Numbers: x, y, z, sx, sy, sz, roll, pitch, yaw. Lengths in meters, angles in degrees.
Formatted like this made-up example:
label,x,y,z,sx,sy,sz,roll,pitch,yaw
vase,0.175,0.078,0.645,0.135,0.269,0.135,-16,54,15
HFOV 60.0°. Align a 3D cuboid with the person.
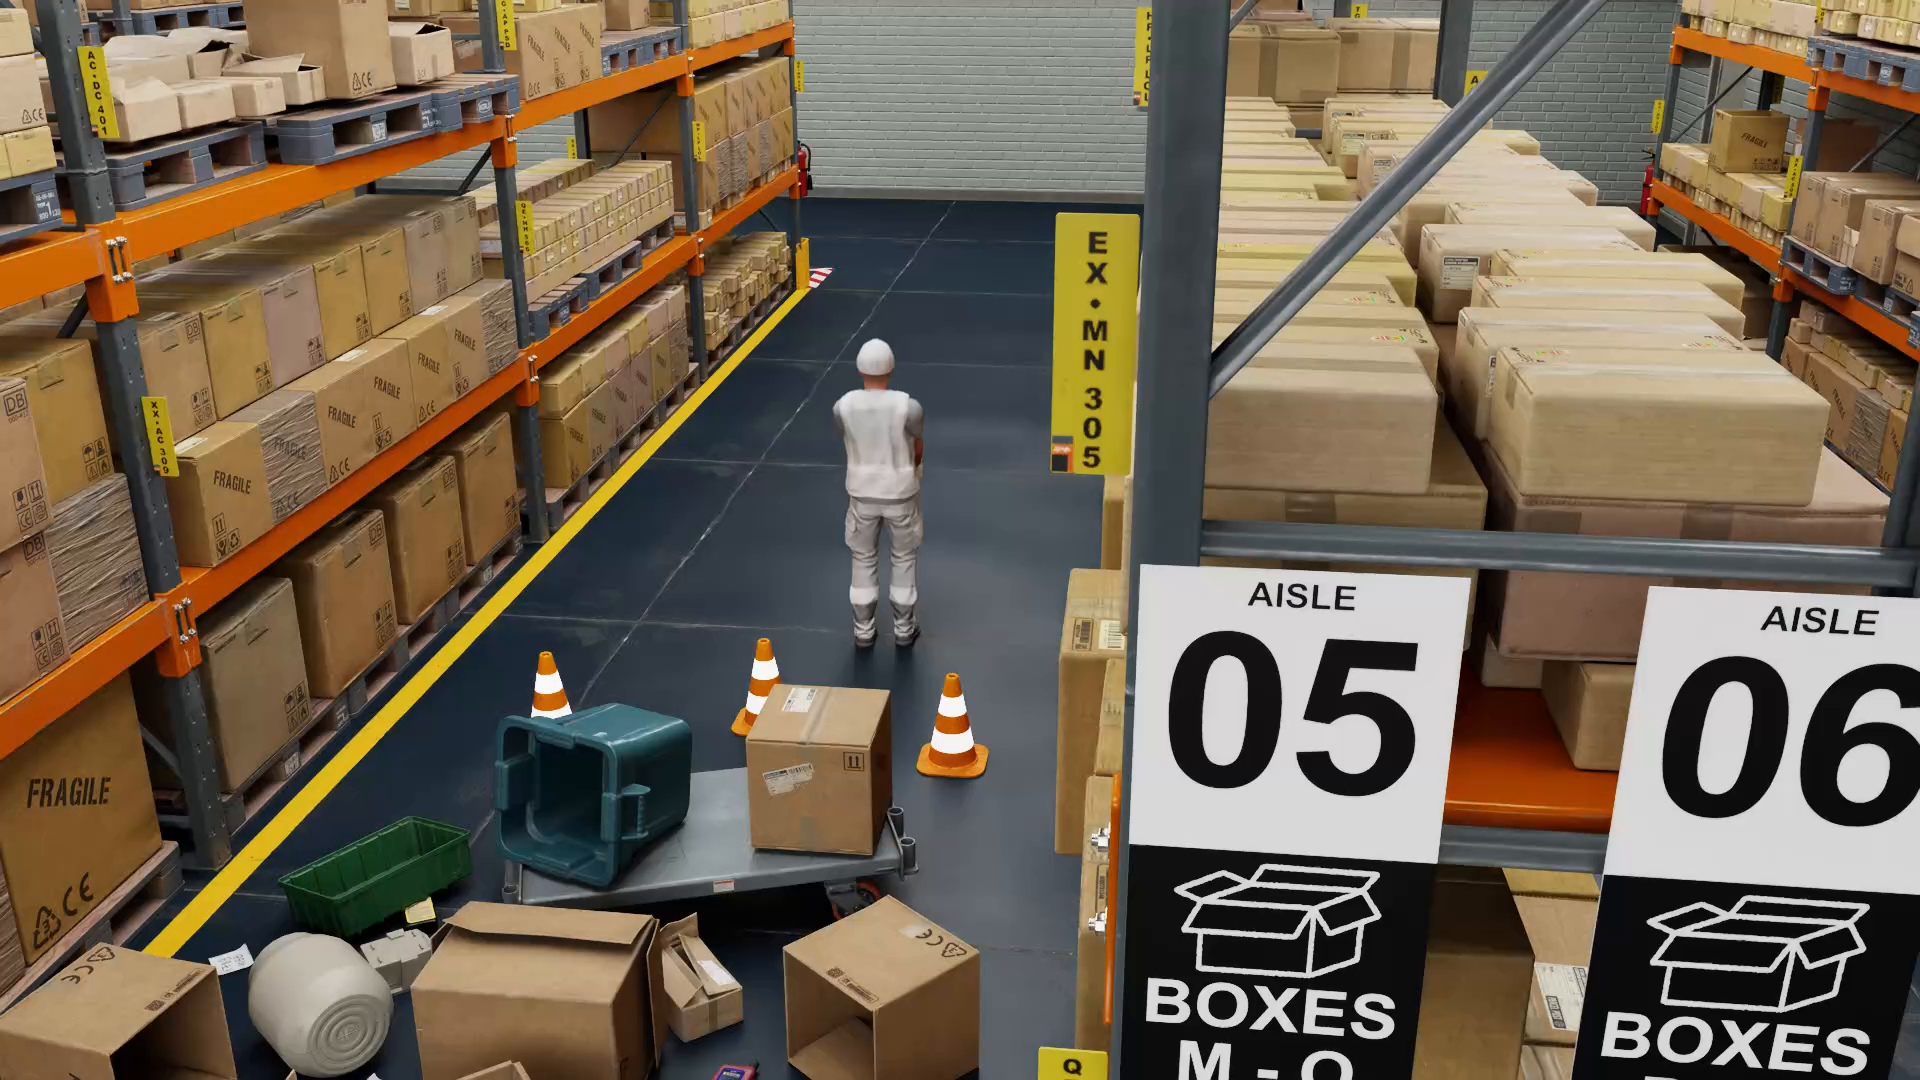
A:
label,x,y,z,sx,sy,sz,roll,pitch,yaw
person,-0.426,-0.284,9.293,0.495,1.785,0.552,3,21,7
